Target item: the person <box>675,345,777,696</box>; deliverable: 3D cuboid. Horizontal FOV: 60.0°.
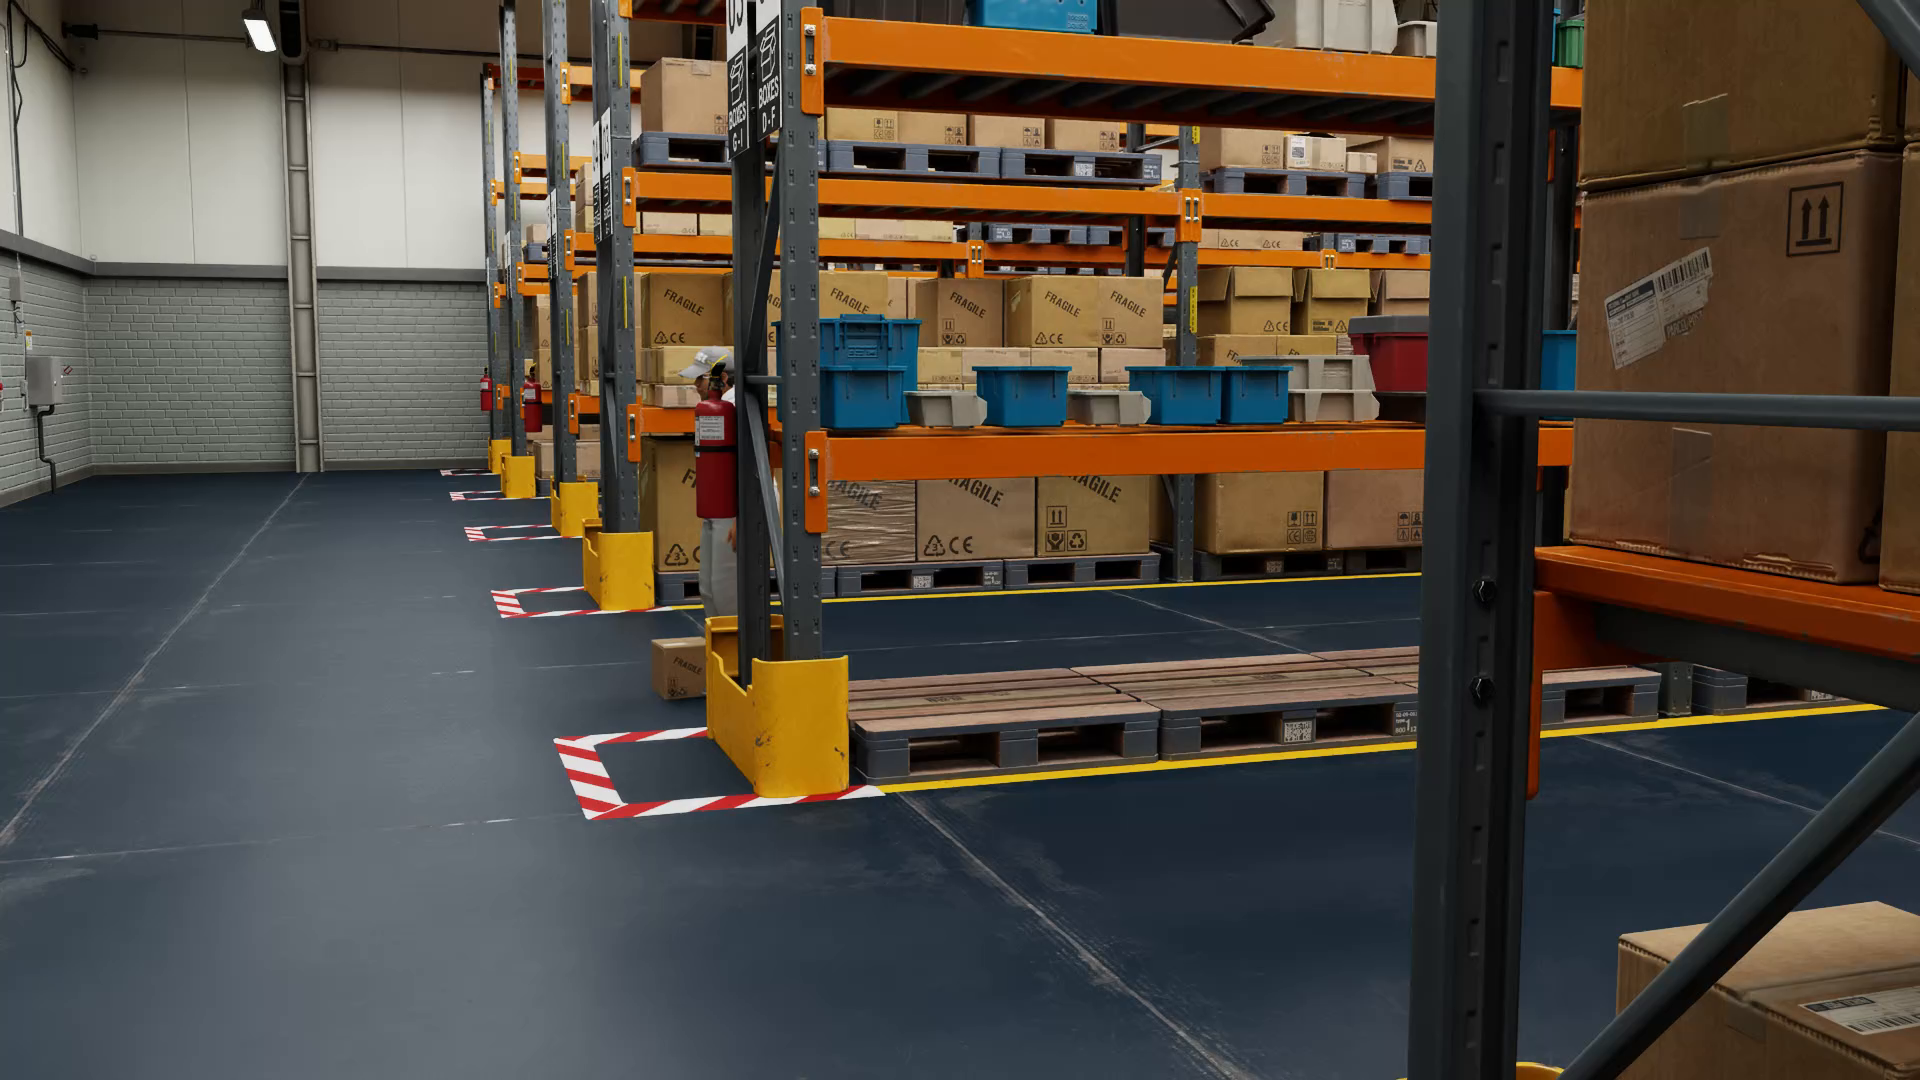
[{"bbox_3d":[-1.130,-0.100,8.006,0.467,1.666,0.542,-2,6,-19],"label":"person"}]
